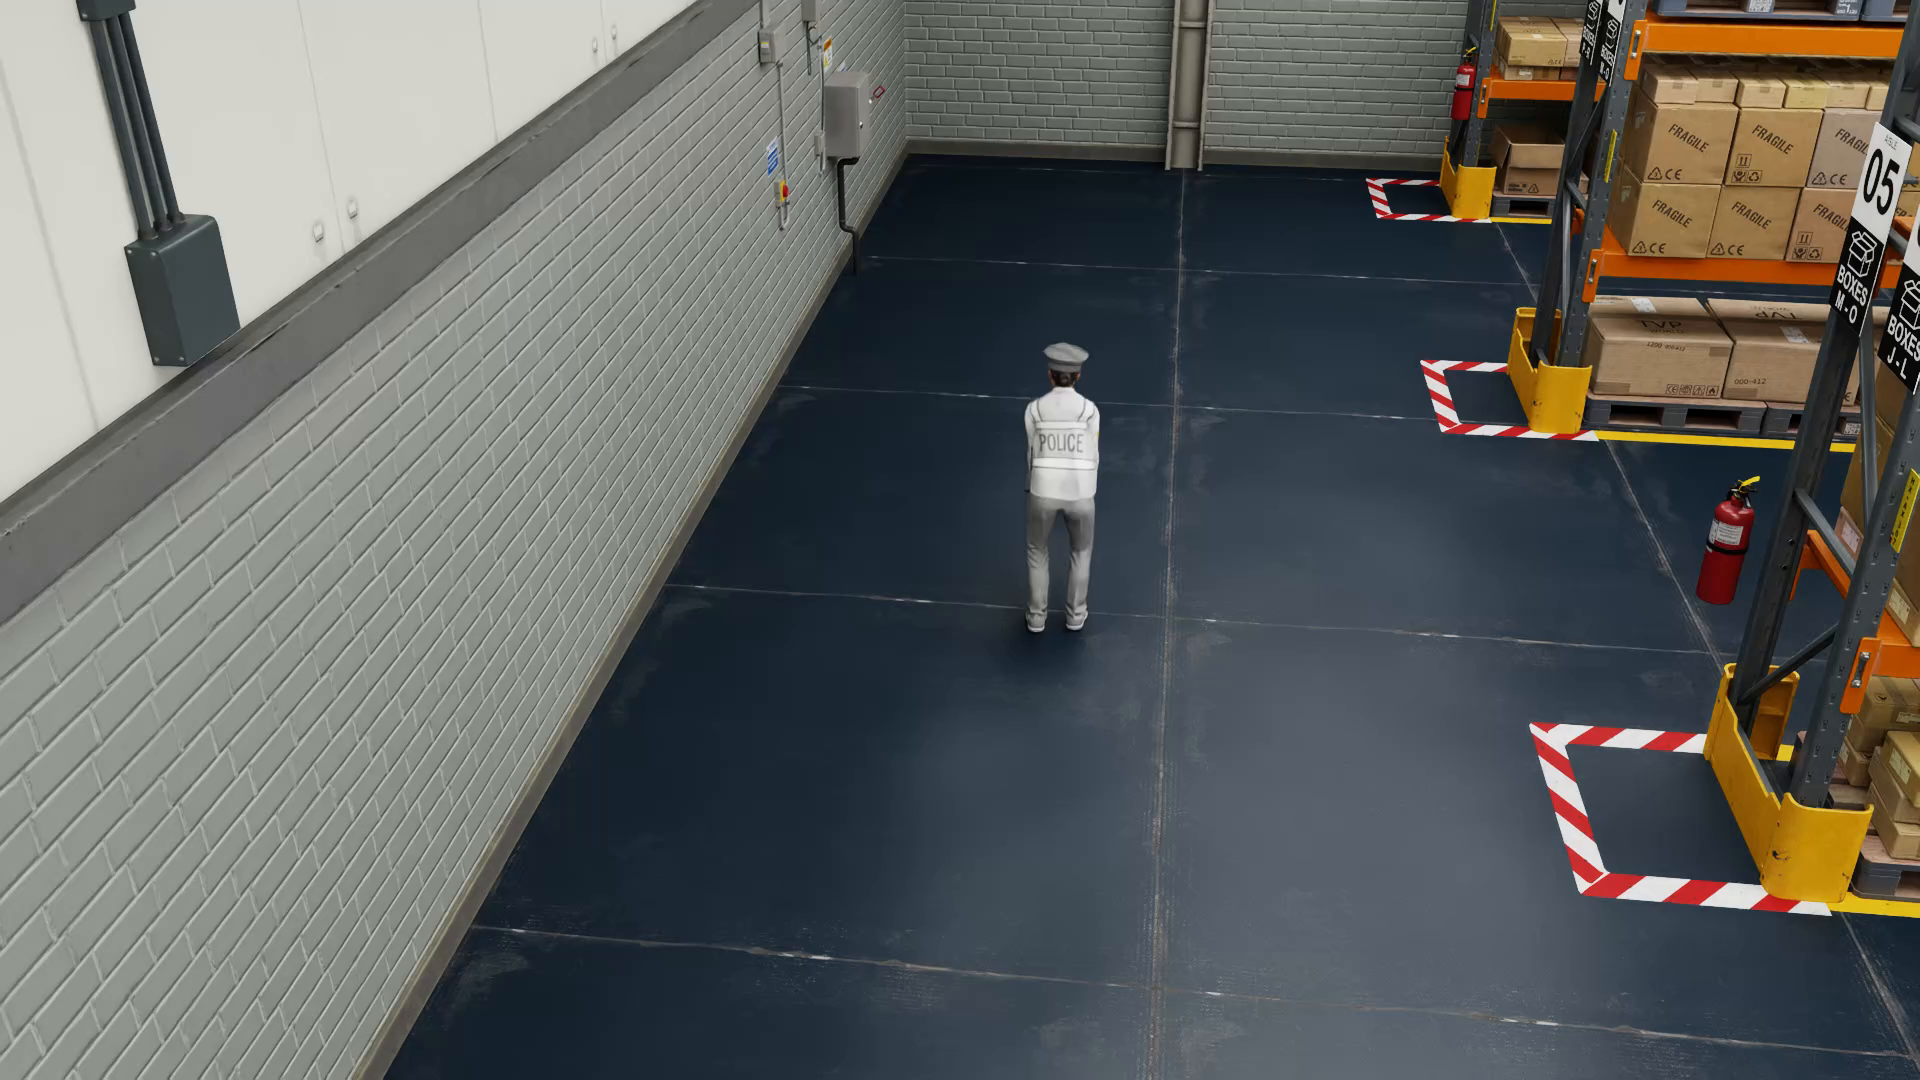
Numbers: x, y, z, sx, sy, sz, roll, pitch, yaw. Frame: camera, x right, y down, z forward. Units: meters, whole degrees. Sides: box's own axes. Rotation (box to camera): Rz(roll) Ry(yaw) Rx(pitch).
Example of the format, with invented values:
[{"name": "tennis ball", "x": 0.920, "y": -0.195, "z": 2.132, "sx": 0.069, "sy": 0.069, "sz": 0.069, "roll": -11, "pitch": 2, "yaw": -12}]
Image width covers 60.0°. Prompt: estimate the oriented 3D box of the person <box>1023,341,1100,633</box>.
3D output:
[{"name": "person", "x": 0.549, "y": -0.282, "z": 9.150, "sx": 0.416, "sy": 1.665, "sz": 0.542, "roll": 3, "pitch": 29, "yaw": 5}]
